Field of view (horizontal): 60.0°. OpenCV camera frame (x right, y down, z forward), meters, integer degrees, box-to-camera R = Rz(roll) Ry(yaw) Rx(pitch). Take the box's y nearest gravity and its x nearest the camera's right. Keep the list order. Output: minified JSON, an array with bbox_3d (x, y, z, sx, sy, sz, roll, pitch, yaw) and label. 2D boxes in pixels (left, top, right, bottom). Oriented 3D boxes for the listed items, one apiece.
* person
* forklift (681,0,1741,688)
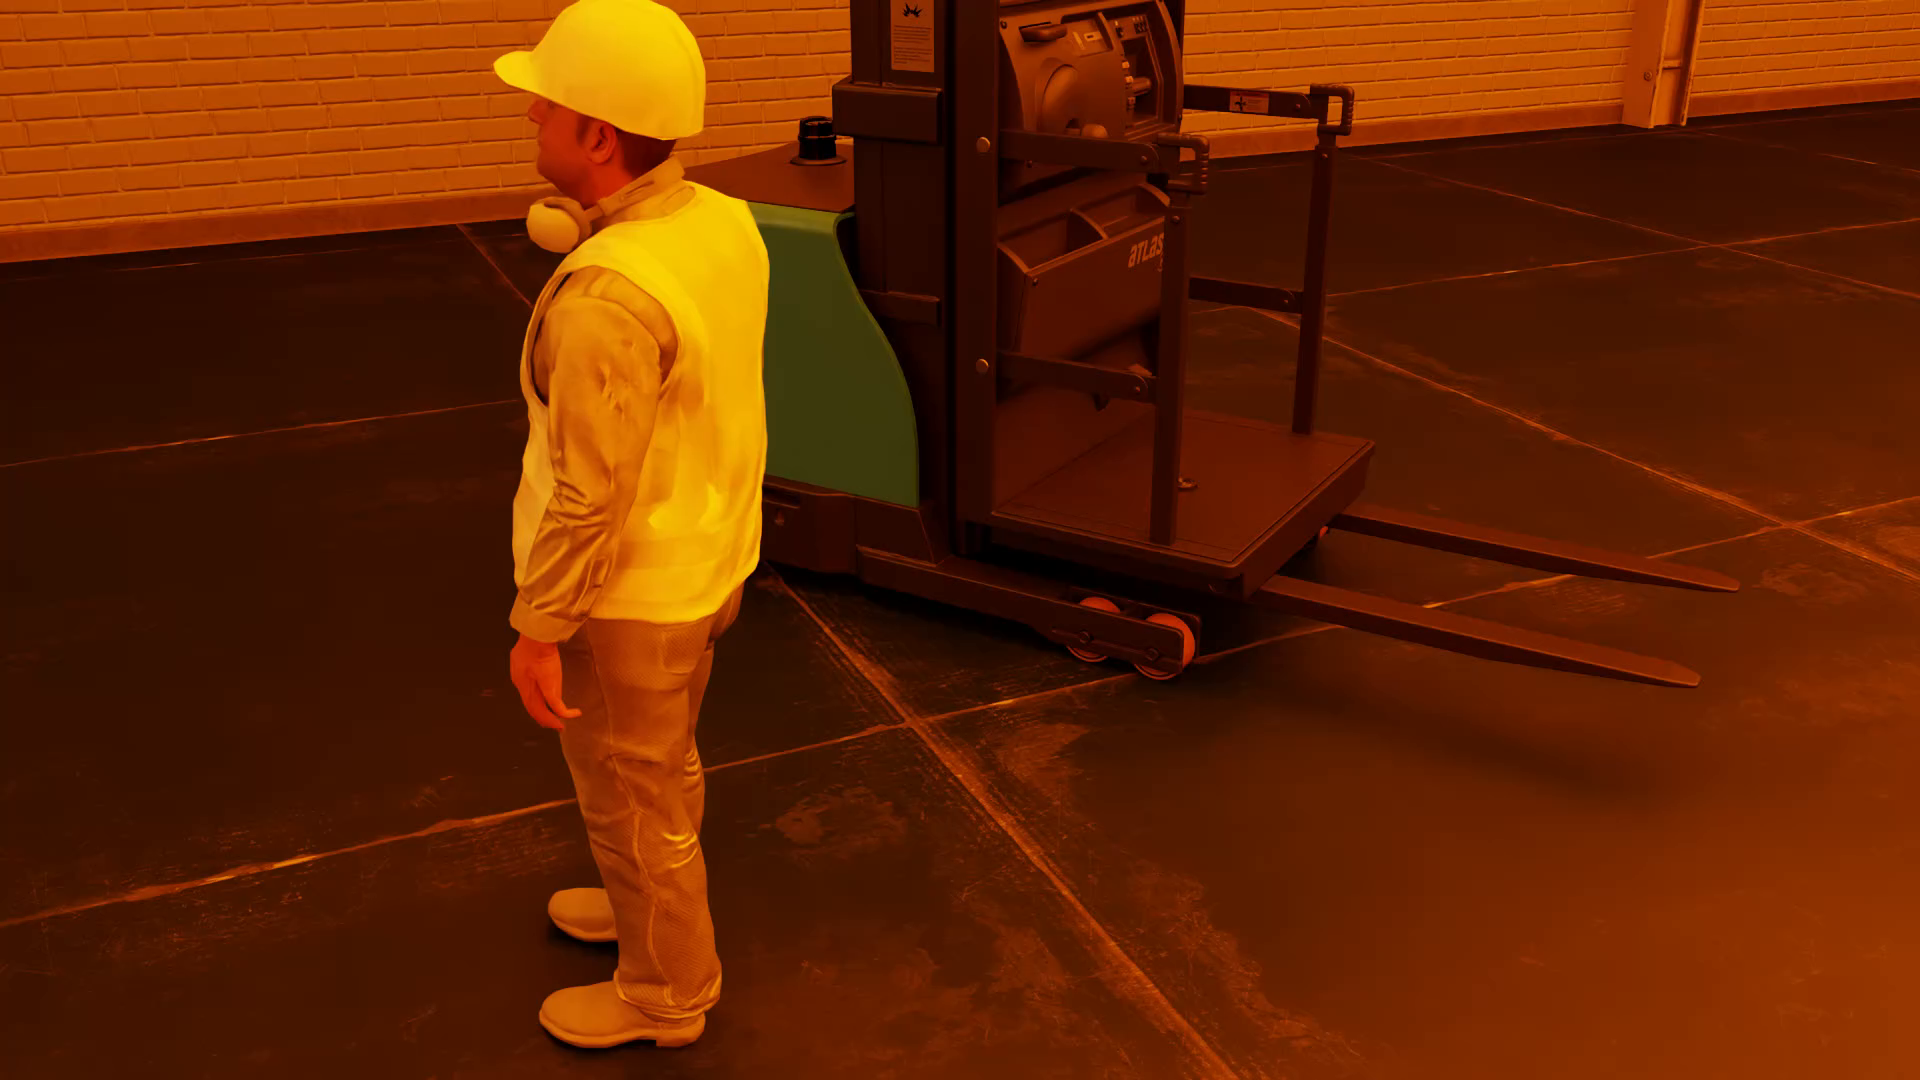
[{"bbox_3d":[-0.587,0.043,2.678,0.567,1.777,0.636,5,23,12],"label":"person"},{"bbox_3d":[0.534,-1.229,4.245,3.031,2.935,1.130,13,26,29],"label":"forklift"}]
